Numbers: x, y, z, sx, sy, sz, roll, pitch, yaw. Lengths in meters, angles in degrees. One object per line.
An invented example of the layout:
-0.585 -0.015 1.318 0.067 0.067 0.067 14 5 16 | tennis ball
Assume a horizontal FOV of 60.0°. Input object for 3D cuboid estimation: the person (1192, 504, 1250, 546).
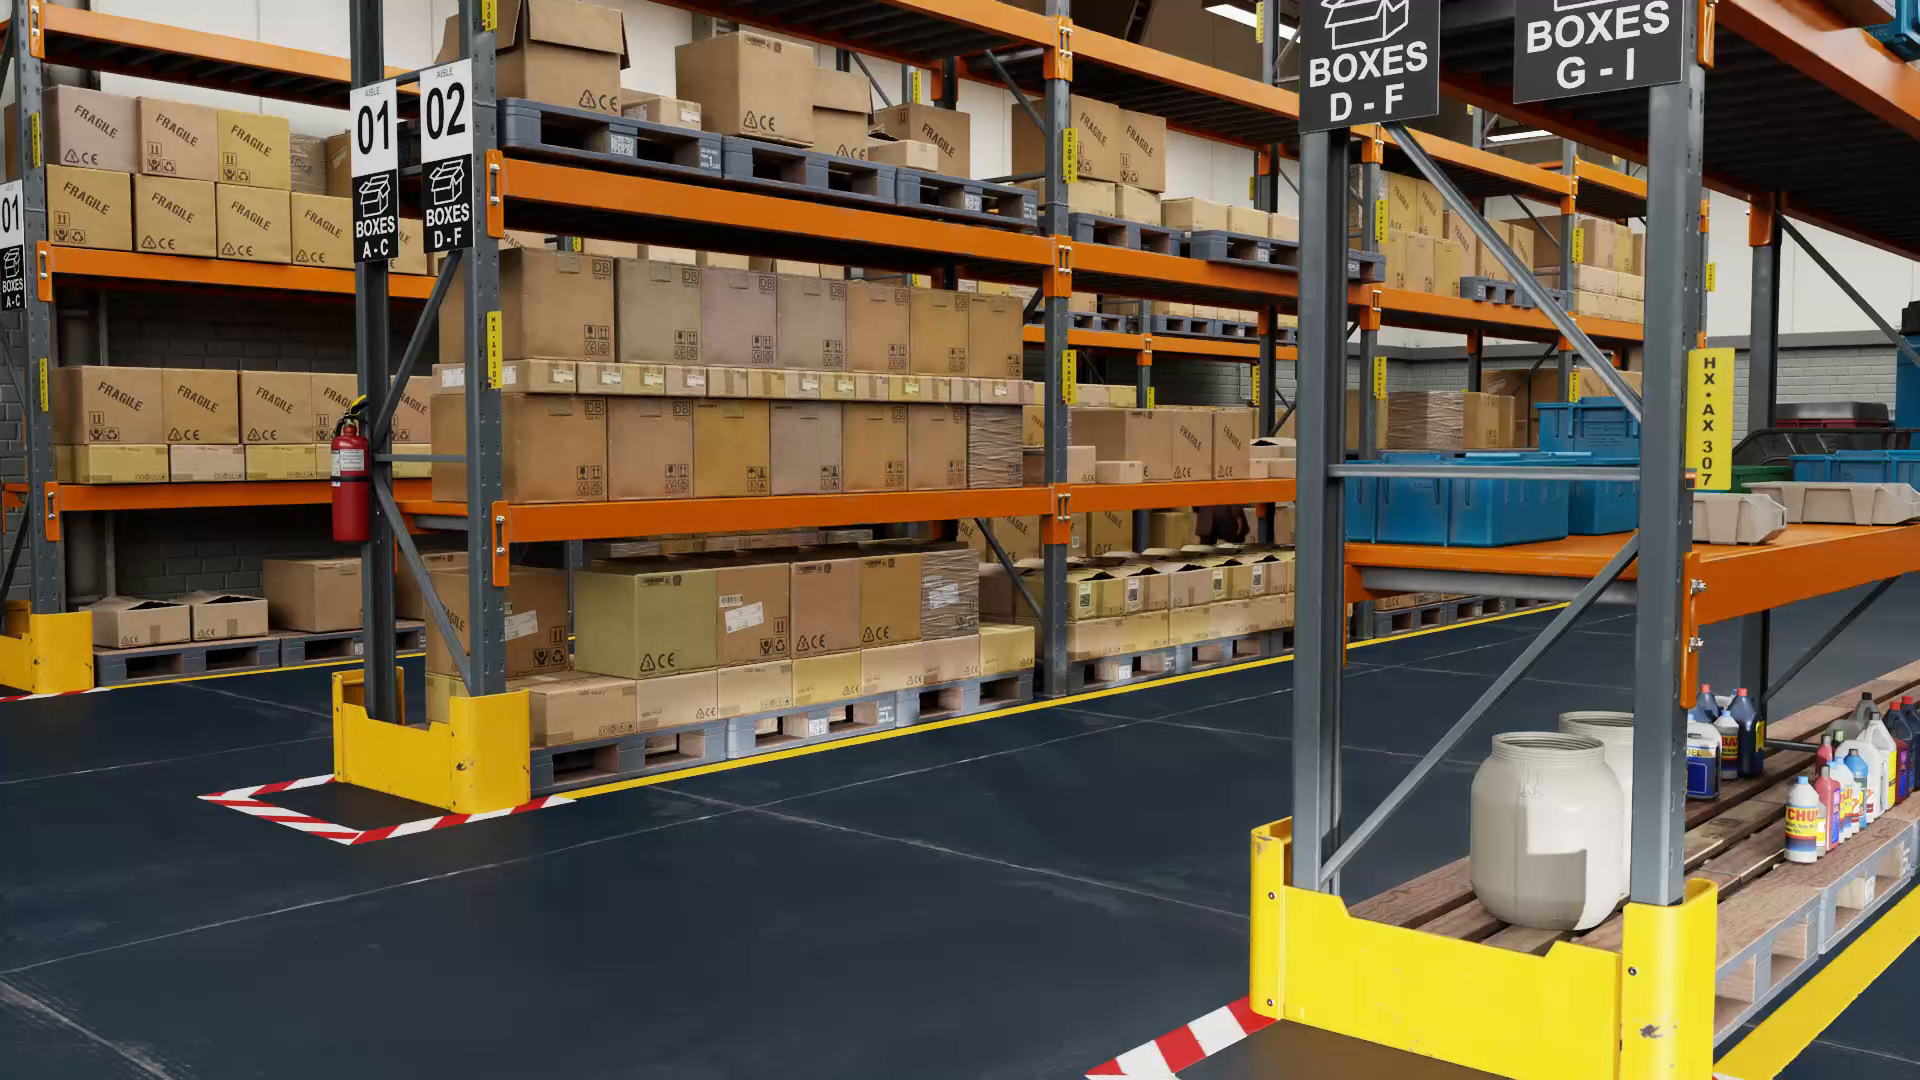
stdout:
2.497 -0.262 16.051 0.616 1.739 1.032 2 4 35 | person
